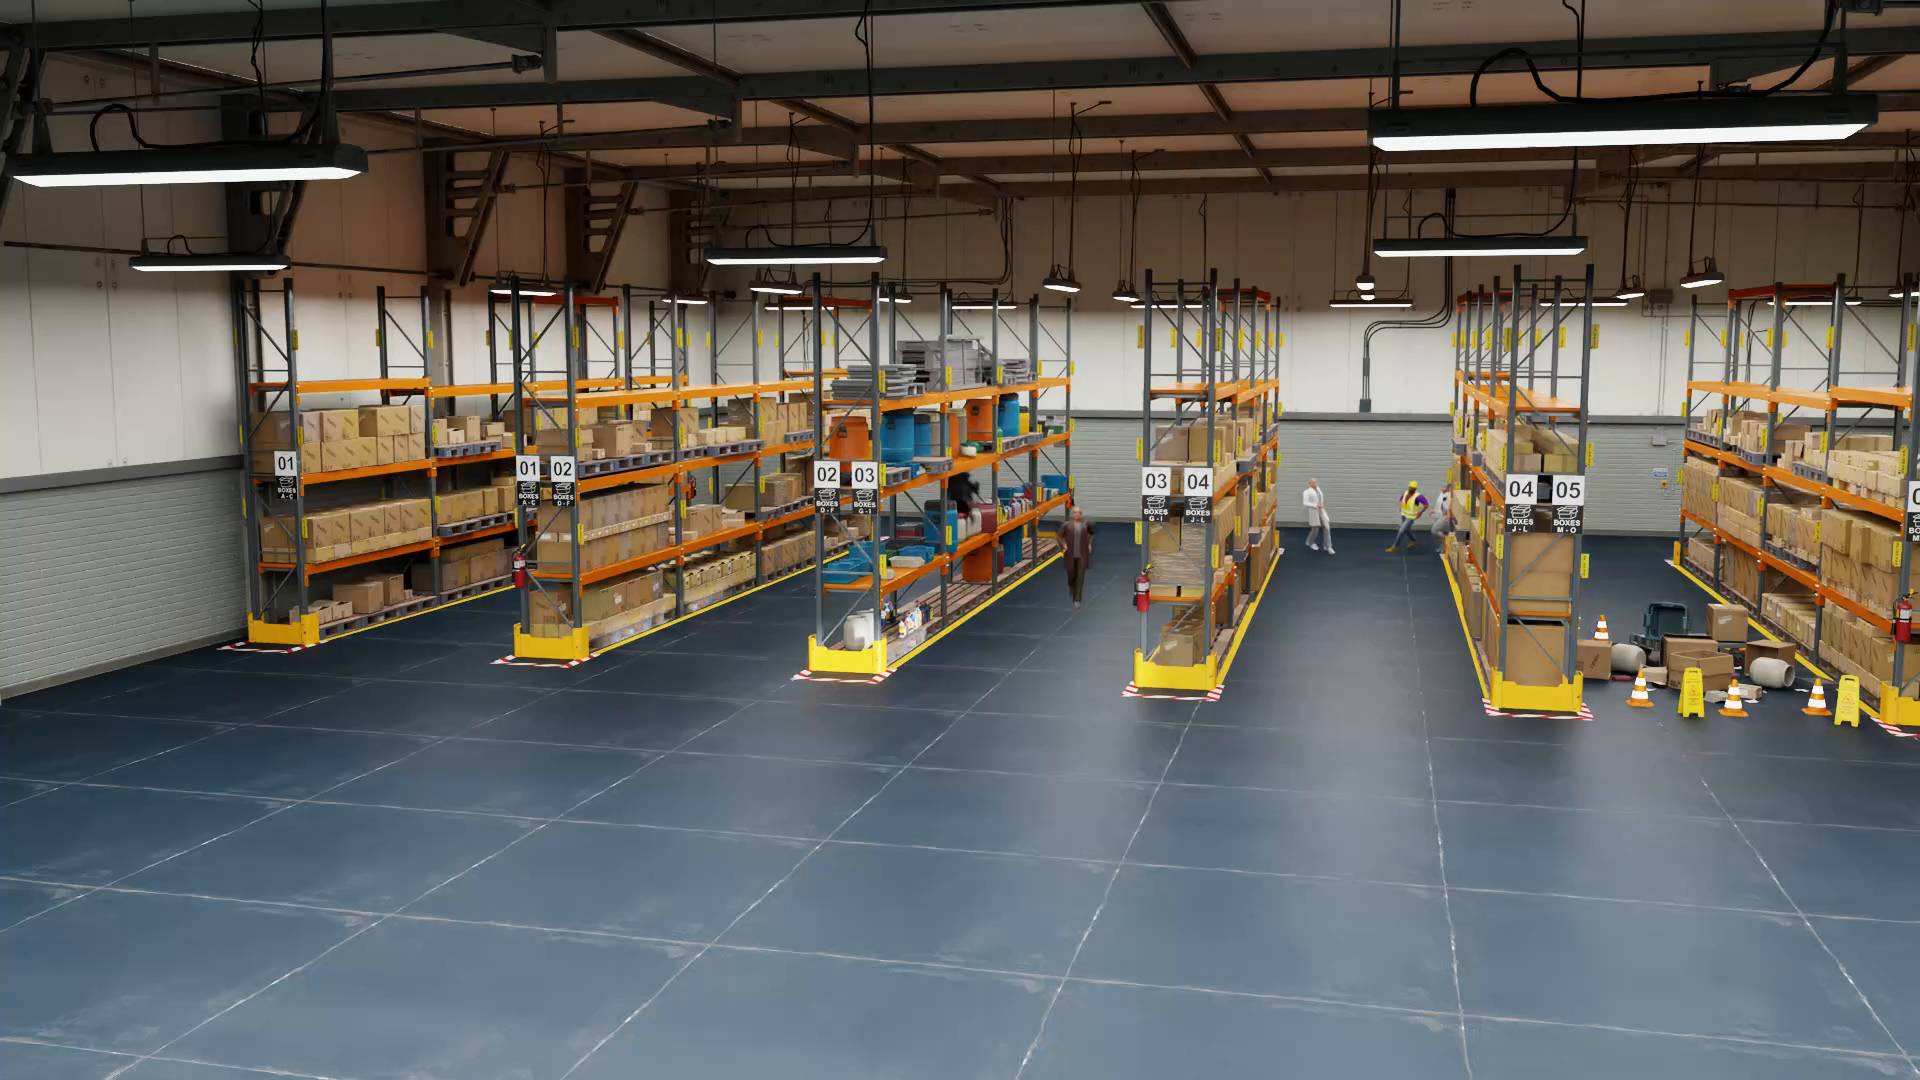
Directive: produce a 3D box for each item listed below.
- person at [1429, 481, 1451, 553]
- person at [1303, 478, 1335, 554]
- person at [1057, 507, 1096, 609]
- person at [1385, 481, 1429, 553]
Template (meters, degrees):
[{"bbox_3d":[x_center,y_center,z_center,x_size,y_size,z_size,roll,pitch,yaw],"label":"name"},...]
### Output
[{"bbox_3d":[11.373,-0.547,39.172,0.585,1.727,0.723,-1,7,-9],"label":"person"},{"bbox_3d":[8.396,-0.583,39.207,0.718,1.767,0.987,-3,8,-26],"label":"person"},{"bbox_3d":[2.083,0.288,29.687,0.711,1.780,0.923,0,7,1],"label":"person"},{"bbox_3d":[10.611,-0.549,39.199,1.012,1.703,0.753,-4,8,-30],"label":"person"}]
